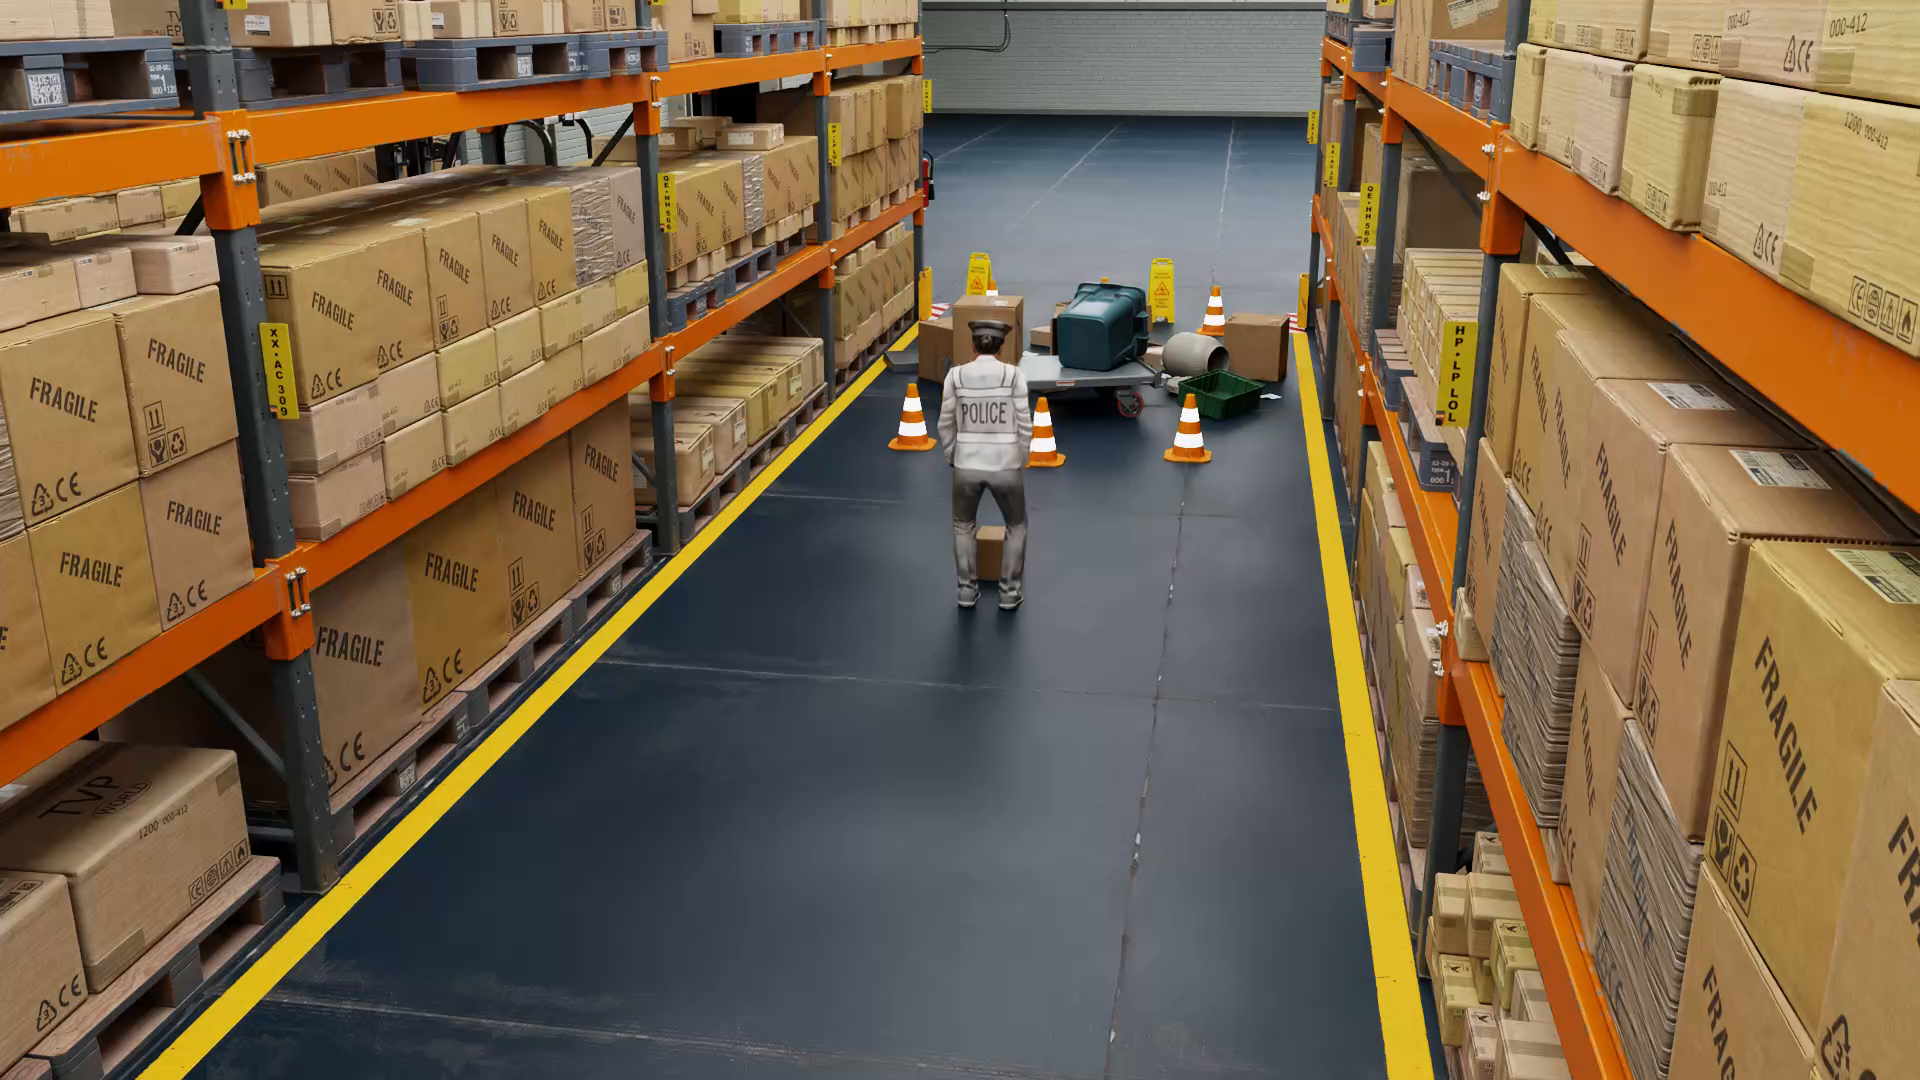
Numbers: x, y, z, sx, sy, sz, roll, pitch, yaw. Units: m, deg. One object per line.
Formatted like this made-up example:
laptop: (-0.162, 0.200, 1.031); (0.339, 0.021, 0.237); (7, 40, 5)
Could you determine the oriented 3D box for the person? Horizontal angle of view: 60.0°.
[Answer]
person: (0.134, -0.402, 8.982); (0.520, 1.559, 0.548); (3, 18, 10)
